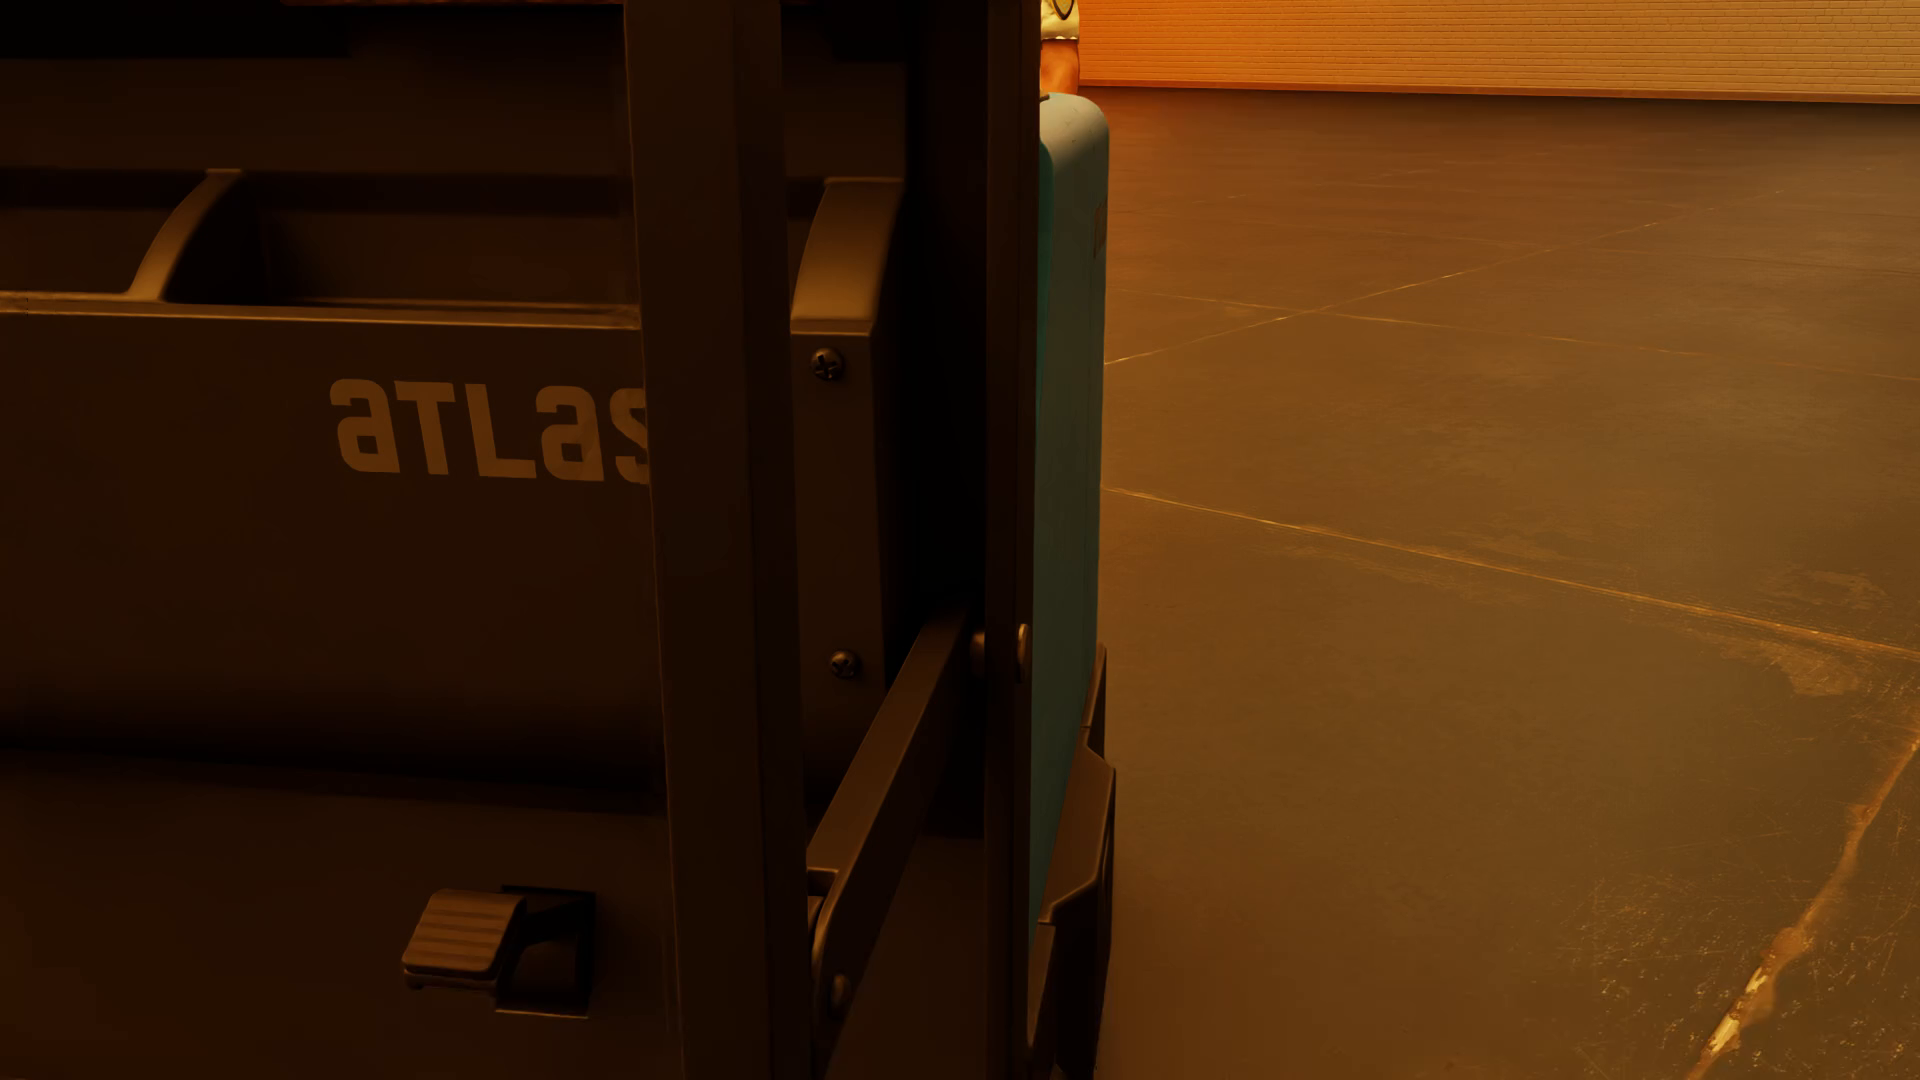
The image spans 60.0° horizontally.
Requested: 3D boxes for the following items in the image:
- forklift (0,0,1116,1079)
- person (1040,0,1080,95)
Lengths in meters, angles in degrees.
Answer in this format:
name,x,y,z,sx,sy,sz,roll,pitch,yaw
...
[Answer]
name,x,y,z,sx,sy,sz,roll,pitch,yaw
forklift,-0.530,-0.566,0.760,1.130,2.935,3.031,3,17,8
person,-0.066,-0.791,3.655,0.598,1.670,0.529,13,21,37
